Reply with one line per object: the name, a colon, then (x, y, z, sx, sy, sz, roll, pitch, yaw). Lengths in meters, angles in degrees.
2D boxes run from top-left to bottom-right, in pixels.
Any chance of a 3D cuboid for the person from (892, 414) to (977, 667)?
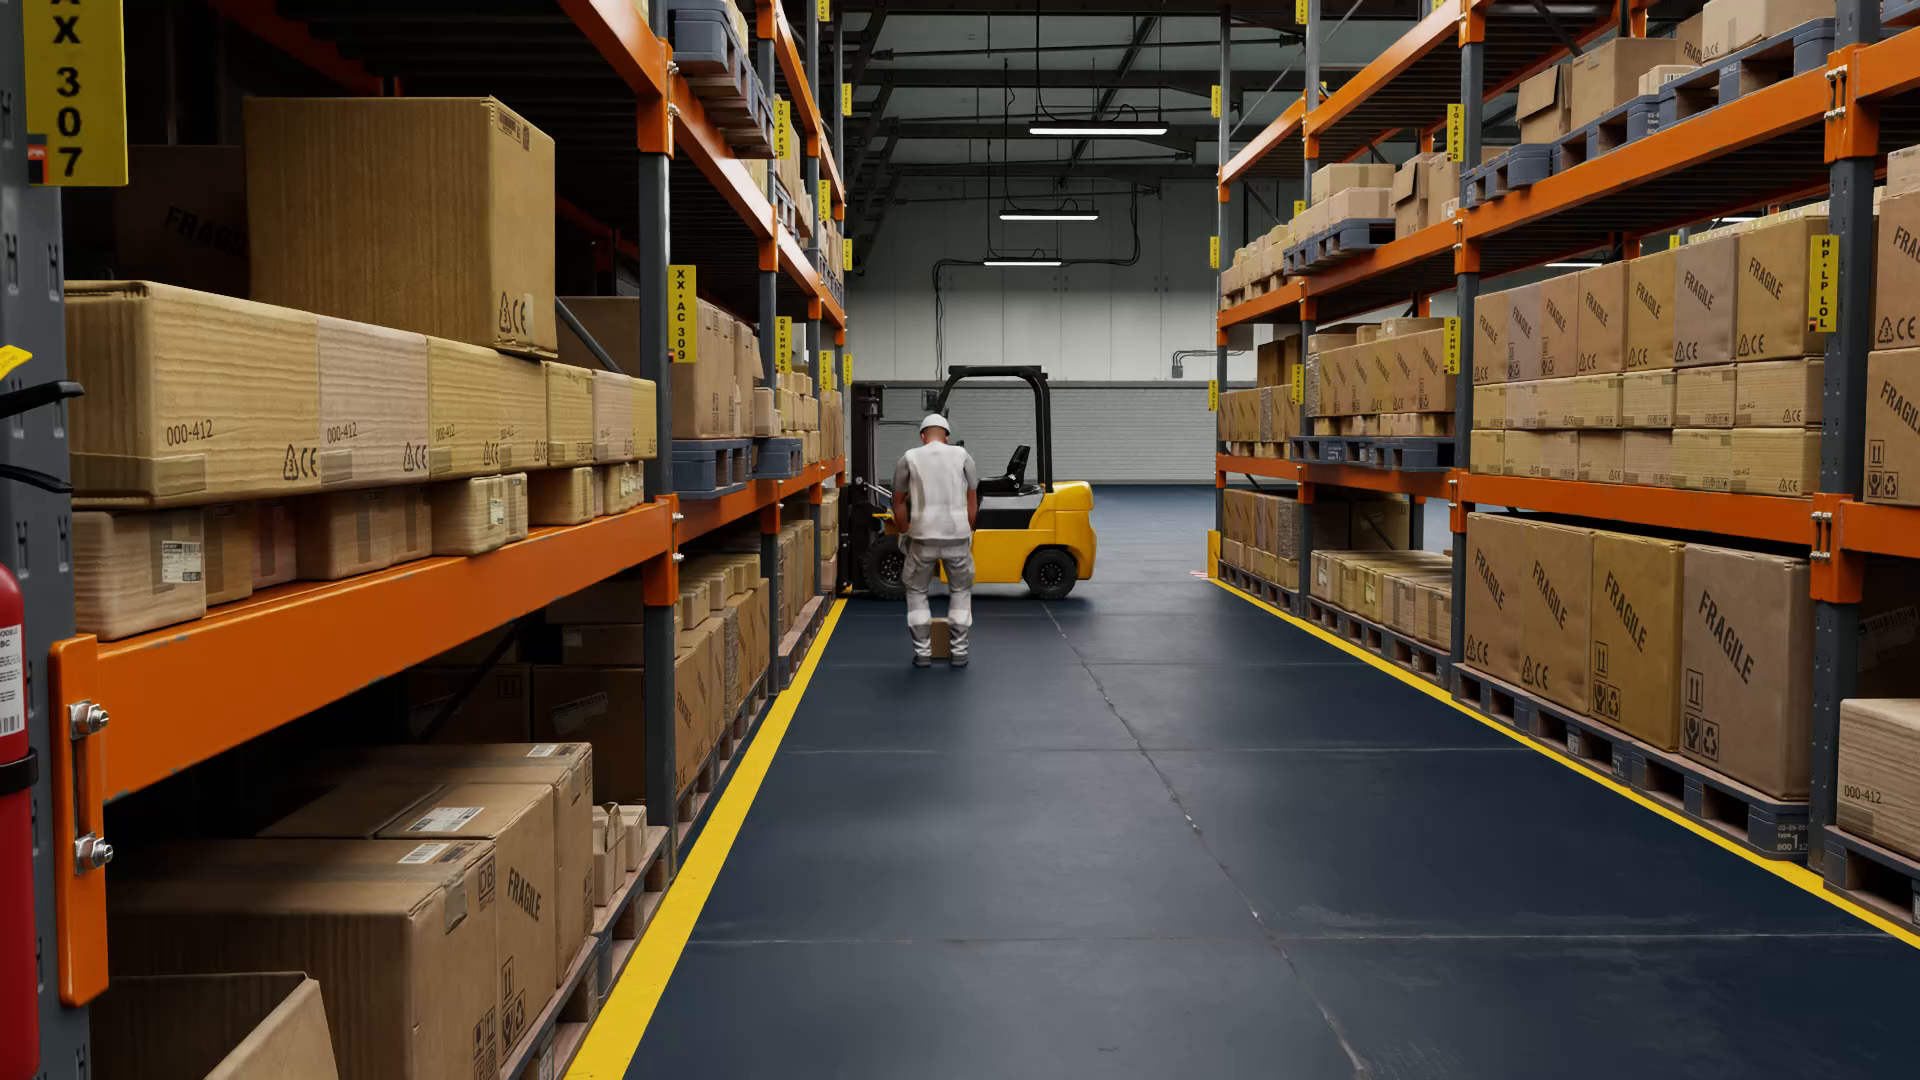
person: (-0.165, -0.004, 11.018, 0.560, 1.665, 0.558, 0, 4, 0)
